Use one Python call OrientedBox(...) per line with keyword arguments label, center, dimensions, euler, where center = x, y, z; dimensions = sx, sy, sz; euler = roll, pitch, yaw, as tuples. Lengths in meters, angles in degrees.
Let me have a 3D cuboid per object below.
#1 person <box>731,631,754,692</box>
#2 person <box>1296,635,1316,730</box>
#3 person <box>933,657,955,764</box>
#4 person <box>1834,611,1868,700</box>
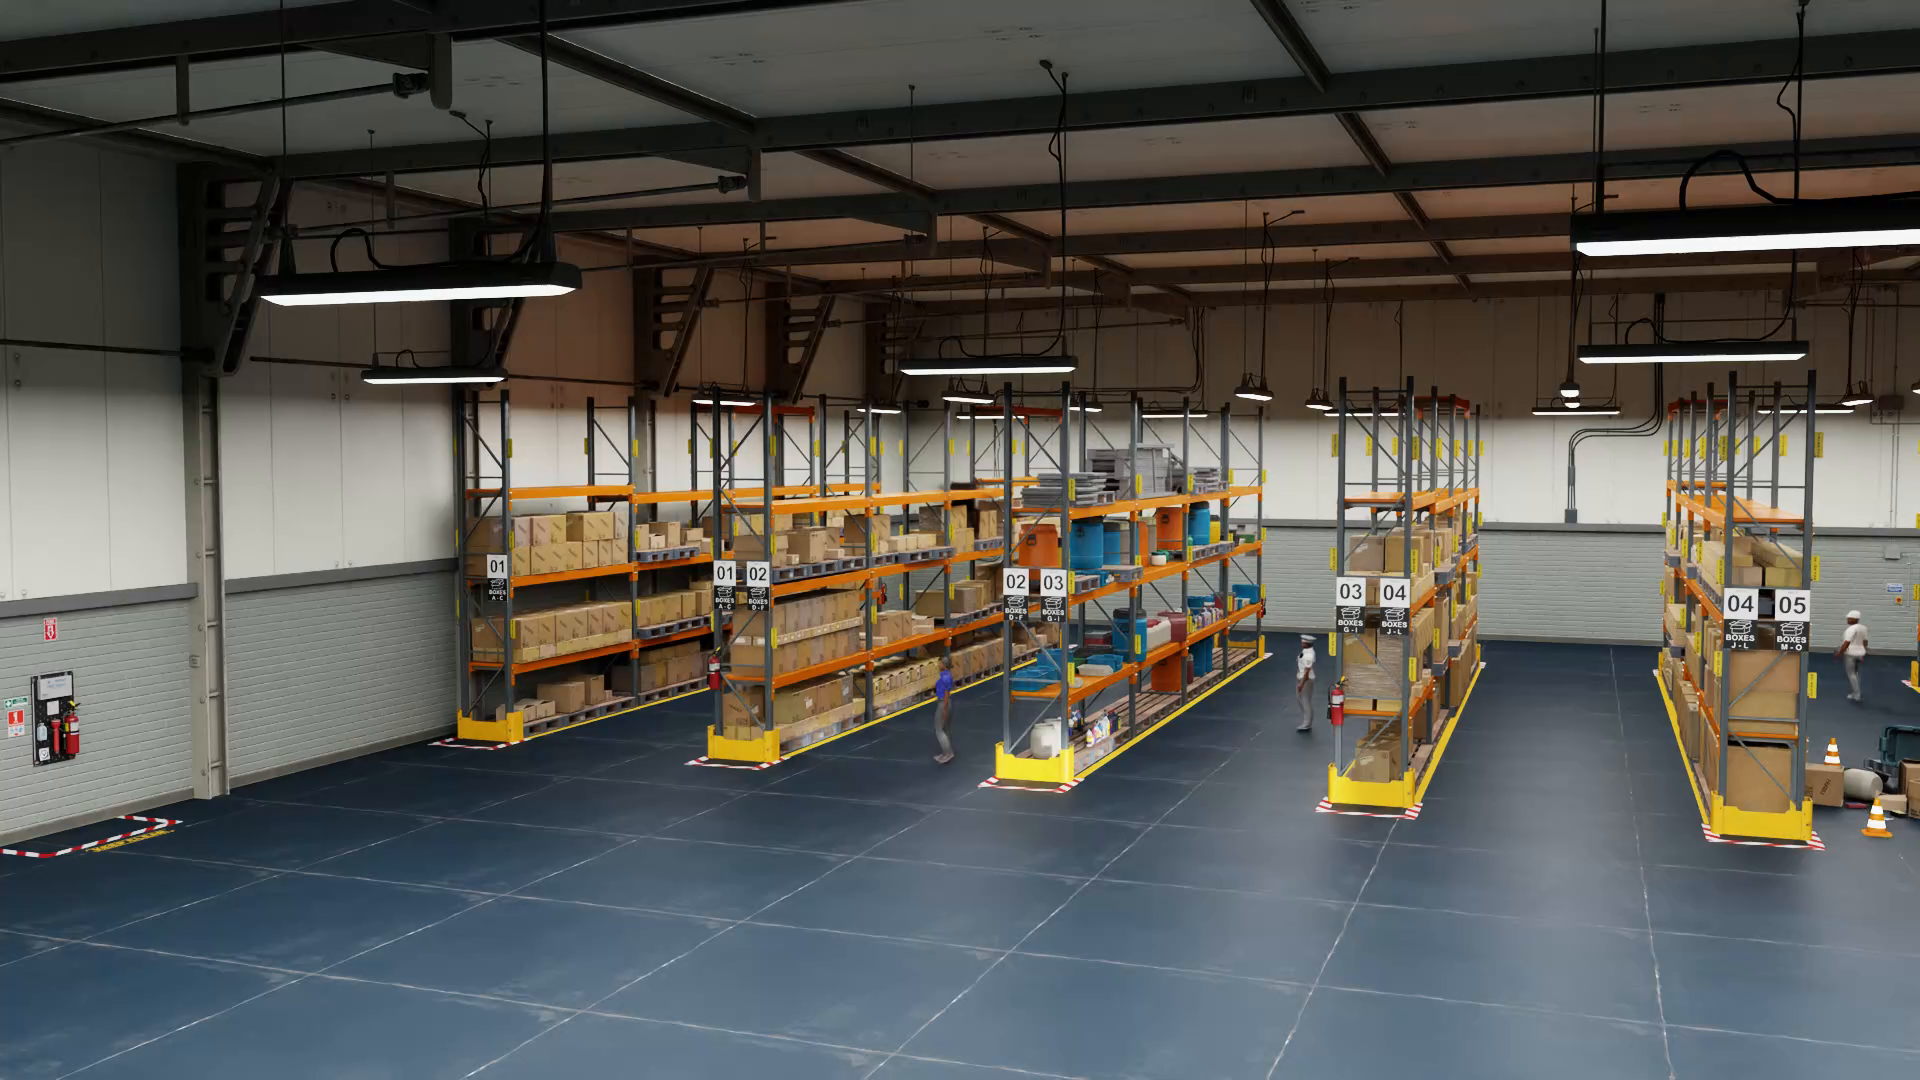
OrientedBox(label="person", center=(-4.334, 2.345, 33.231), dimensions=(0.387, 1.783, 0.627), euler=(3, 4, 40))
OrientedBox(label="person", center=(6.176, 2.546, 29.743), dimensions=(0.377, 1.711, 0.544), euler=(0, 3, -1))
OrientedBox(label="person", center=(-0.255, 2.710, 26.625), dimensions=(0.347, 1.682, 0.497), euler=(0, 3, 5))
OrientedBox(label="person", center=(17.720, 2.303, 33.005), dimensions=(0.644, 1.804, 0.610), euler=(0, 3, -4))
